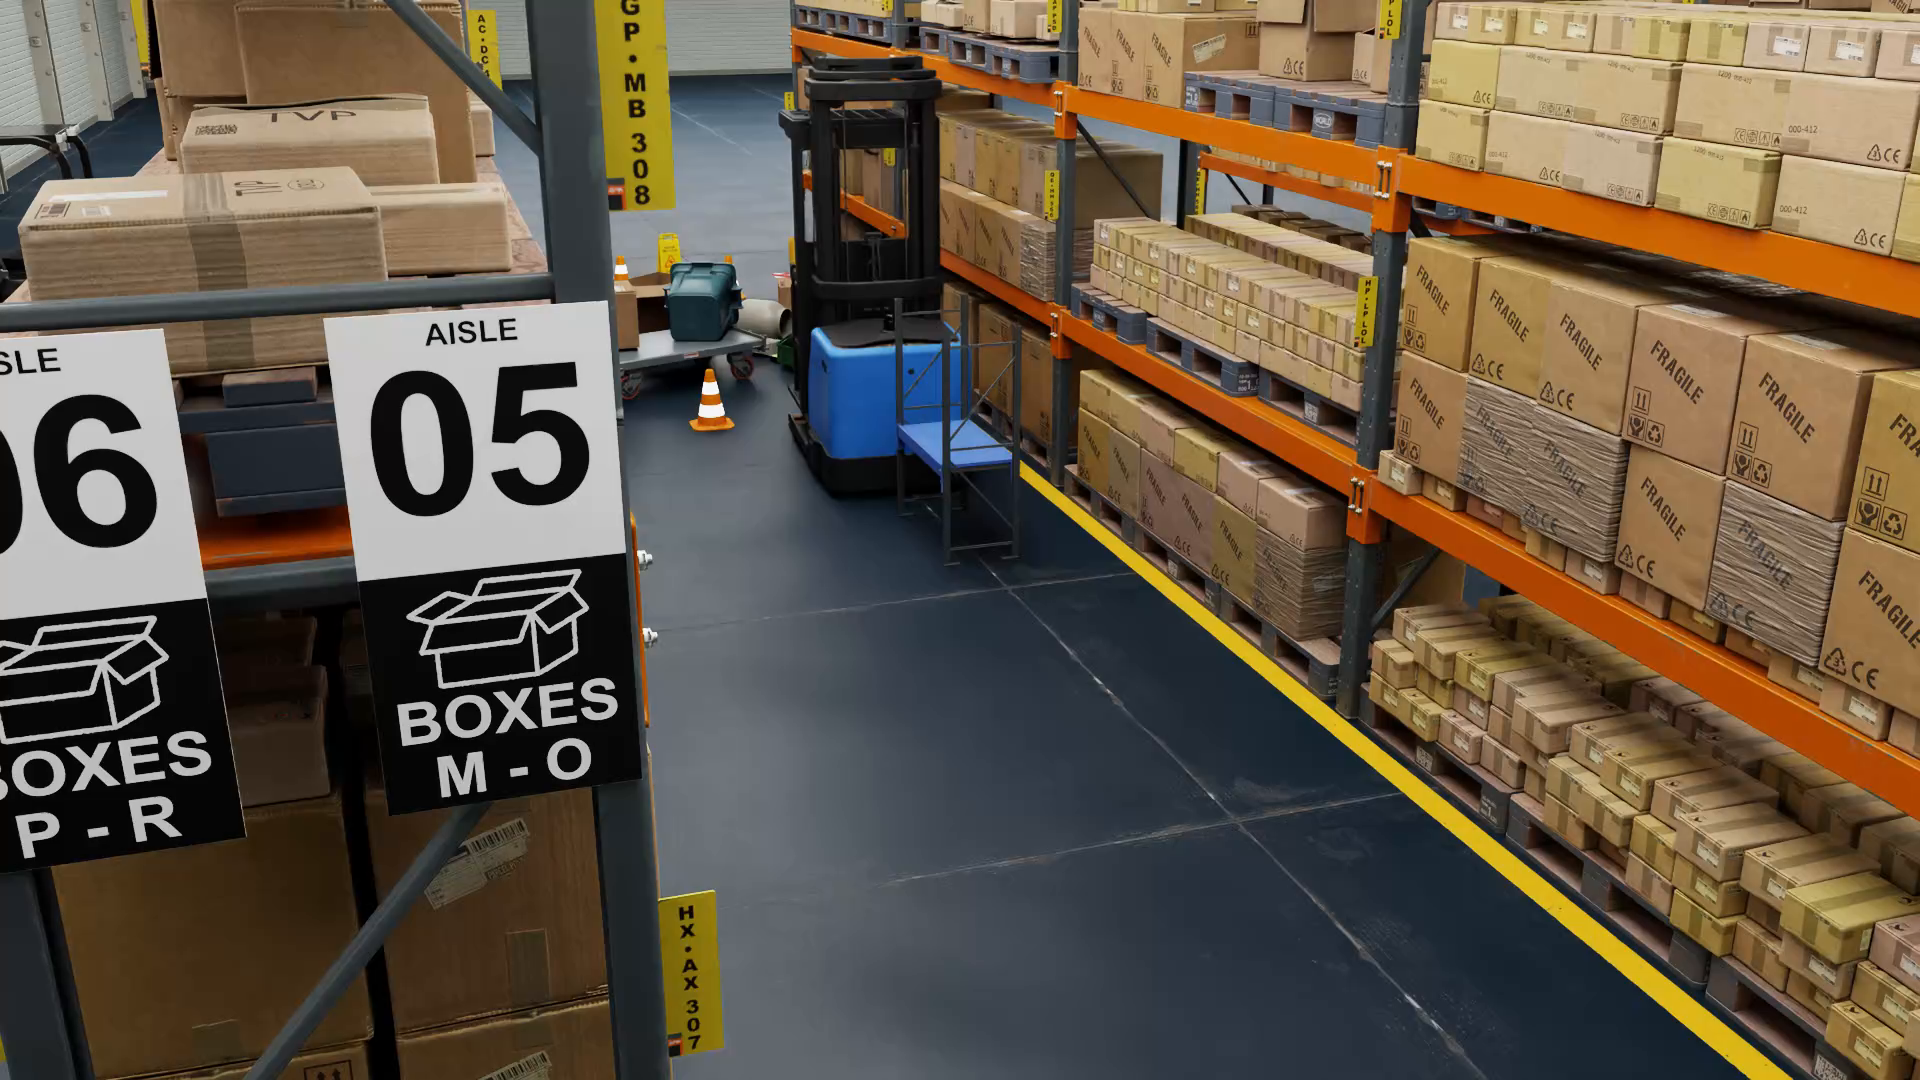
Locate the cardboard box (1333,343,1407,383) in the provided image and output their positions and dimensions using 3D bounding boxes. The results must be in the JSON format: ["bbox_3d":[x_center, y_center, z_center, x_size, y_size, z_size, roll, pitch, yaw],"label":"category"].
[{"bbox_3d":[2.094,-0.897,8.287,0.380,0.149,0.250,-6,21,-16],"label":"cardboard box"}]

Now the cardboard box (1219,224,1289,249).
[{"bbox_3d":[1.898,-1.941,10.752,0.380,0.149,0.250,-6,21,-16],"label":"cardboard box"}]

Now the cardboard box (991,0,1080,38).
[{"bbox_3d":[0.536,-3.773,11.908,0.500,0.311,0.500,-6,21,-17],"label":"cardboard box"}]

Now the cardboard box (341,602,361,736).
[{"bbox_3d":[-1.726,0.300,4.016,0.500,0.500,0.500,-6,21,-17],"label":"cardboard box"}]

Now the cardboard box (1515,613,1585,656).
[{"bbox_3d":[2.883,0.457,7.922,0.380,0.149,0.250,-6,21,-17],"label":"cardboard box"}]

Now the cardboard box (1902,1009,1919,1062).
[{"bbox_3d":[3.227,1.578,5.243,0.380,0.149,0.250,-7,21,-19],"label":"cardboard box"}]

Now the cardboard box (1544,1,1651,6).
[{"bbox_3d":[2.765,-2.264,7.237,0.380,0.149,0.250,-7,21,-20],"label":"cardboard box"}]

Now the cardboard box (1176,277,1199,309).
[{"bbox_3d":[1.517,-1.485,9.923,0.380,0.149,0.250,-7,21,-18],"label":"cardboard box"}]

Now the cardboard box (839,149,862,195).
[{"bbox_3d":[-0.749,-3.845,16.963,0.875,0.550,0.500,-6,21,-17],"label":"cardboard box"}]

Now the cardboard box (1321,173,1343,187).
[{"bbox_3d":[4.010,-3.789,17.399,0.380,0.149,0.250,-6,21,-17],"label":"cardboard box"}]

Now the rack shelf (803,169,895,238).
[{"bbox_3d":[-0.737,-3.442,17.125,1.077,0.370,4.000,-6,21,-17],"label":"rack shelf"}]

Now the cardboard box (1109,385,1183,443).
[{"bbox_3d":[1.296,-0.819,10.727,0.500,0.250,0.500,-7,21,-18],"label":"cardboard box"}]

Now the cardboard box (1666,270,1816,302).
[{"bbox_3d":[3.126,-0.776,6.571,0.500,0.500,0.500,-6,21,-16],"label":"cardboard box"}]

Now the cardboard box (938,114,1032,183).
[{"bbox_3d":[0.217,-3.332,14.130,0.700,0.500,0.500,-7,21,-18],"label":"cardboard box"}]

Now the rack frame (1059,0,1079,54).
[{"bbox_3d":[1.149,-4.678,10.629,1.000,3.000,0.127,-6,21,-17],"label":"rack frame"}]

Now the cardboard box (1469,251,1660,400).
[{"bbox_3d":[2.494,-0.893,6.899,0.500,0.500,0.500,-7,21,-19],"label":"cardboard box"}]

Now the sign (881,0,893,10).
[{"bbox_3d":[-0.634,-4.771,14.443,0.100,0.325,0.005,-6,21,-17],"label":"sign"}]

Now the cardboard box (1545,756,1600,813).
[{"bbox_3d":[2.658,0.995,6.866,0.380,0.149,0.250,-7,21,-18],"label":"cardboard box"}]

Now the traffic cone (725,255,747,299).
[{"bbox_3d":[-2.546,-2.907,18.325,0.336,0.463,0.334,-6,21,-17],"label":"traffic cone"}]

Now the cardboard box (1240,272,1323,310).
[{"bbox_3d":[1.774,-1.371,9.167,0.380,0.149,0.250,-7,21,-19],"label":"cardboard box"}]

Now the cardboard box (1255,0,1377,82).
[{"bbox_3d":[2.046,-2.739,8.893,0.797,0.503,0.637,-7,21,-18],"label":"cardboard box"}]

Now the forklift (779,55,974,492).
[{"bbox_3d":[-0.746,-2.181,12.652,1.130,2.935,3.031,-5,20,-13],"label":"forklift"}]

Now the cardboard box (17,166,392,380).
[{"bbox_3d":[-1.231,-0.450,2.747,0.500,0.250,0.500,-8,21,-22],"label":"cardboard box"}]

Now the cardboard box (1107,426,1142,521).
[{"bbox_3d":[1.291,-0.461,10.839,0.500,0.500,0.500,-6,21,-17],"label":"cardboard box"}]

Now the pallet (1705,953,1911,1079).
[{"bbox_3d":[3.418,1.736,5.771,1.003,0.211,1.213,-6,21,-17],"label":"pallet"}]

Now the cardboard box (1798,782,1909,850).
[{"bbox_3d":[3.428,1.041,6.296,0.380,0.149,0.250,-6,20,-15],"label":"cardboard box"}]

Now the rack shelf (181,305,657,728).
[{"bbox_3d":[-1.632,-0.444,4.342,1.077,0.370,4.000,-6,21,-17],"label":"rack shelf"}]

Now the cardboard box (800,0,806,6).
[{"bbox_3d":[-1.481,-5.734,17.609,0.380,0.149,0.250,-6,21,-17],"label":"cardboard box"}]

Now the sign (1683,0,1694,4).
[{"bbox_3d":[5.374,-3.947,12.267,0.100,0.325,0.005,-6,21,-17],"label":"sign"}]

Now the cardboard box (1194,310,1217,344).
[{"bbox_3d":[1.597,-1.260,9.738,0.380,0.149,0.250,-7,21,-19],"label":"cardboard box"}]

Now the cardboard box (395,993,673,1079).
[{"bbox_3d":[-0.882,1.039,3.438,0.500,0.500,0.500,-7,21,-18],"label":"cardboard box"}]

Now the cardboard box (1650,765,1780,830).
[{"bbox_3d":[2.894,1.011,6.381,0.380,0.149,0.250,-7,21,-19],"label":"cardboard box"}]

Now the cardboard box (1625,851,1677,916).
[{"bbox_3d":[2.826,1.301,6.452,0.380,0.149,0.250,-6,21,-16],"label":"cardboard box"}]

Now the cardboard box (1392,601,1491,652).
[{"bbox_3d":[2.318,0.426,8.010,0.380,0.149,0.250,-6,20,-15],"label":"cardboard box"}]

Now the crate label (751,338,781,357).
[{"bbox_3d":[-1.839,-1.835,15.824,0.250,0.136,0.298,12,23,30],"label":"crate label"}]

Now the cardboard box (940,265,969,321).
[{"bbox_3d":[0.172,-2.088,14.998,1.050,0.750,0.750,-6,21,-17],"label":"cardboard box"}]

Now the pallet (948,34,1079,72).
[{"bbox_3d":[0.542,-3.737,12.726,1.003,0.211,1.213,-5,20,-15],"label":"pallet"}]

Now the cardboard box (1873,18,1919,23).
[{"bbox_3d":[3.318,-1.681,5.615,0.380,0.149,0.250,-6,21,-15],"label":"cardboard box"}]

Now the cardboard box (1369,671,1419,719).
[{"bbox_3d":[2.216,0.724,8.060,0.380,0.149,0.250,-7,21,-20],"label":"cardboard box"}]

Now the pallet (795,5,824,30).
[{"bbox_3d":[-1.122,-5.555,17.639,1.003,0.211,1.213,-6,21,-17],"label":"pallet"}]

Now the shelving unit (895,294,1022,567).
[{"bbox_3d":[-0.027,-0.733,10.739,0.538,1.500,1.048,-6,21,-17],"label":"shelving unit"}]

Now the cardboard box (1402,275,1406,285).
[{"bbox_3d":[2.472,-1.358,9.129,0.380,0.149,0.250,-7,21,-18],"label":"cardboard box"}]

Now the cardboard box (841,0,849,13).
[{"bbox_3d":[-0.928,-5.168,16.033,0.380,0.149,0.250,-7,21,-18],"label":"cardboard box"}]

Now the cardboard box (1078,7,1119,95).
[{"bbox_3d":[1.076,-3.102,10.530,0.500,0.500,0.500,-6,21,-17],"label":"cardboard box"}]

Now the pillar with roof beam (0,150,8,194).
[{"bbox_3d":[-11.065,-10.148,25.856,9.100,9.000,0.400,-6,21,-17],"label":"pillar with roof beam"}]

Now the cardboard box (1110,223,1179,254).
[{"bbox_3d":[1.198,-1.959,10.804,0.380,0.149,0.250,-7,21,-19],"label":"cardboard box"}]

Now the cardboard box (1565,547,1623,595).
[{"bbox_3d":[2.645,0.090,6.600,0.380,0.149,0.250,-5,20,-15],"label":"cardboard box"}]

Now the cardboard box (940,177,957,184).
[{"bbox_3d":[-0.039,-2.826,14.199,0.500,0.500,0.500,-6,21,-17],"label":"cardboard box"}]

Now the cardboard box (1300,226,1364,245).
[{"bbox_3d":[4.088,-3.161,18.355,0.500,0.500,0.500,-8,21,-22],"label":"cardboard box"}]

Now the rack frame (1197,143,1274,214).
[{"bbox_3d":[3.375,-4.917,20.167,1.000,3.000,0.127,-6,21,-17],"label":"rack frame"}]

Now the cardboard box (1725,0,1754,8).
[{"bbox_3d":[5.986,-4.221,12.907,0.500,0.500,0.500,-6,21,-17],"label":"cardboard box"}]

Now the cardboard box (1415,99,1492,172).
[{"bbox_3d":[2.301,-1.736,7.096,0.500,0.250,0.500,-5,20,-14],"label":"cardboard box"}]

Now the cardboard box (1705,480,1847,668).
[{"bbox_3d":[2.953,0.081,5.665,0.500,0.500,0.500,-6,21,-17],"label":"cardboard box"}]

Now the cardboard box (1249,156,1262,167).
[{"bbox_3d":[3.533,-4.358,18.985,0.380,0.149,0.250,-6,21,-17],"label":"cardboard box"}]

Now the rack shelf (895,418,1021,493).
[{"bbox_3d":[-0.027,-0.564,10.800,0.538,0.185,1.000,-6,21,-17],"label":"rack shelf"}]

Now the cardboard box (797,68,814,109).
[{"bbox_3d":[-1.285,-4.878,18.240,0.875,0.550,0.550,-6,21,-17],"label":"cardboard box"}]

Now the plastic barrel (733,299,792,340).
[{"bbox_3d":[-1.921,-2.127,16.212,0.512,0.421,0.421,8,21,20],"label":"plastic barrel"}]

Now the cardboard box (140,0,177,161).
[{"bbox_3d":[-2.275,-1.505,5.315,0.500,0.500,0.500,-6,21,-16],"label":"cardboard box"}]
